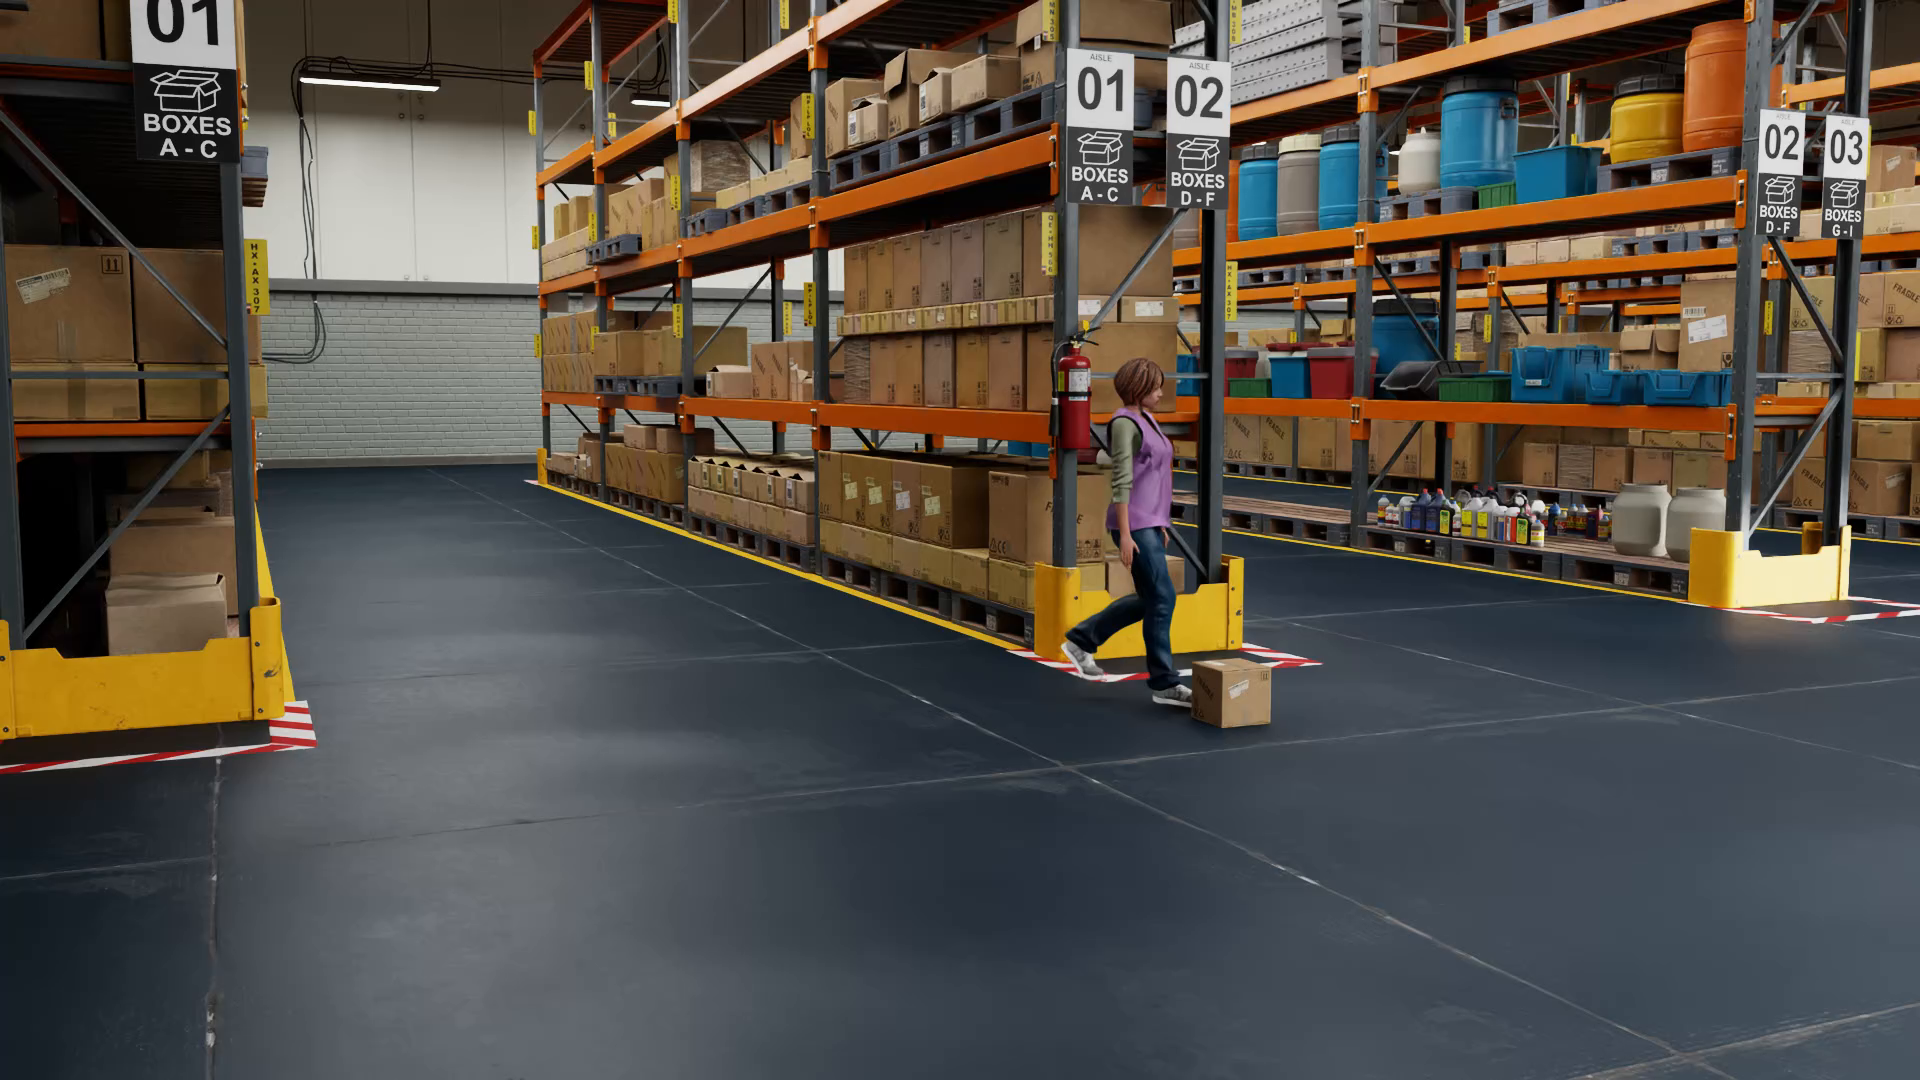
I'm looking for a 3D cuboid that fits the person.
[{"bbox_3d":[0.808,-0.044,7.631,0.736,1.575,0.456,2,6,17],"label":"person"}]
